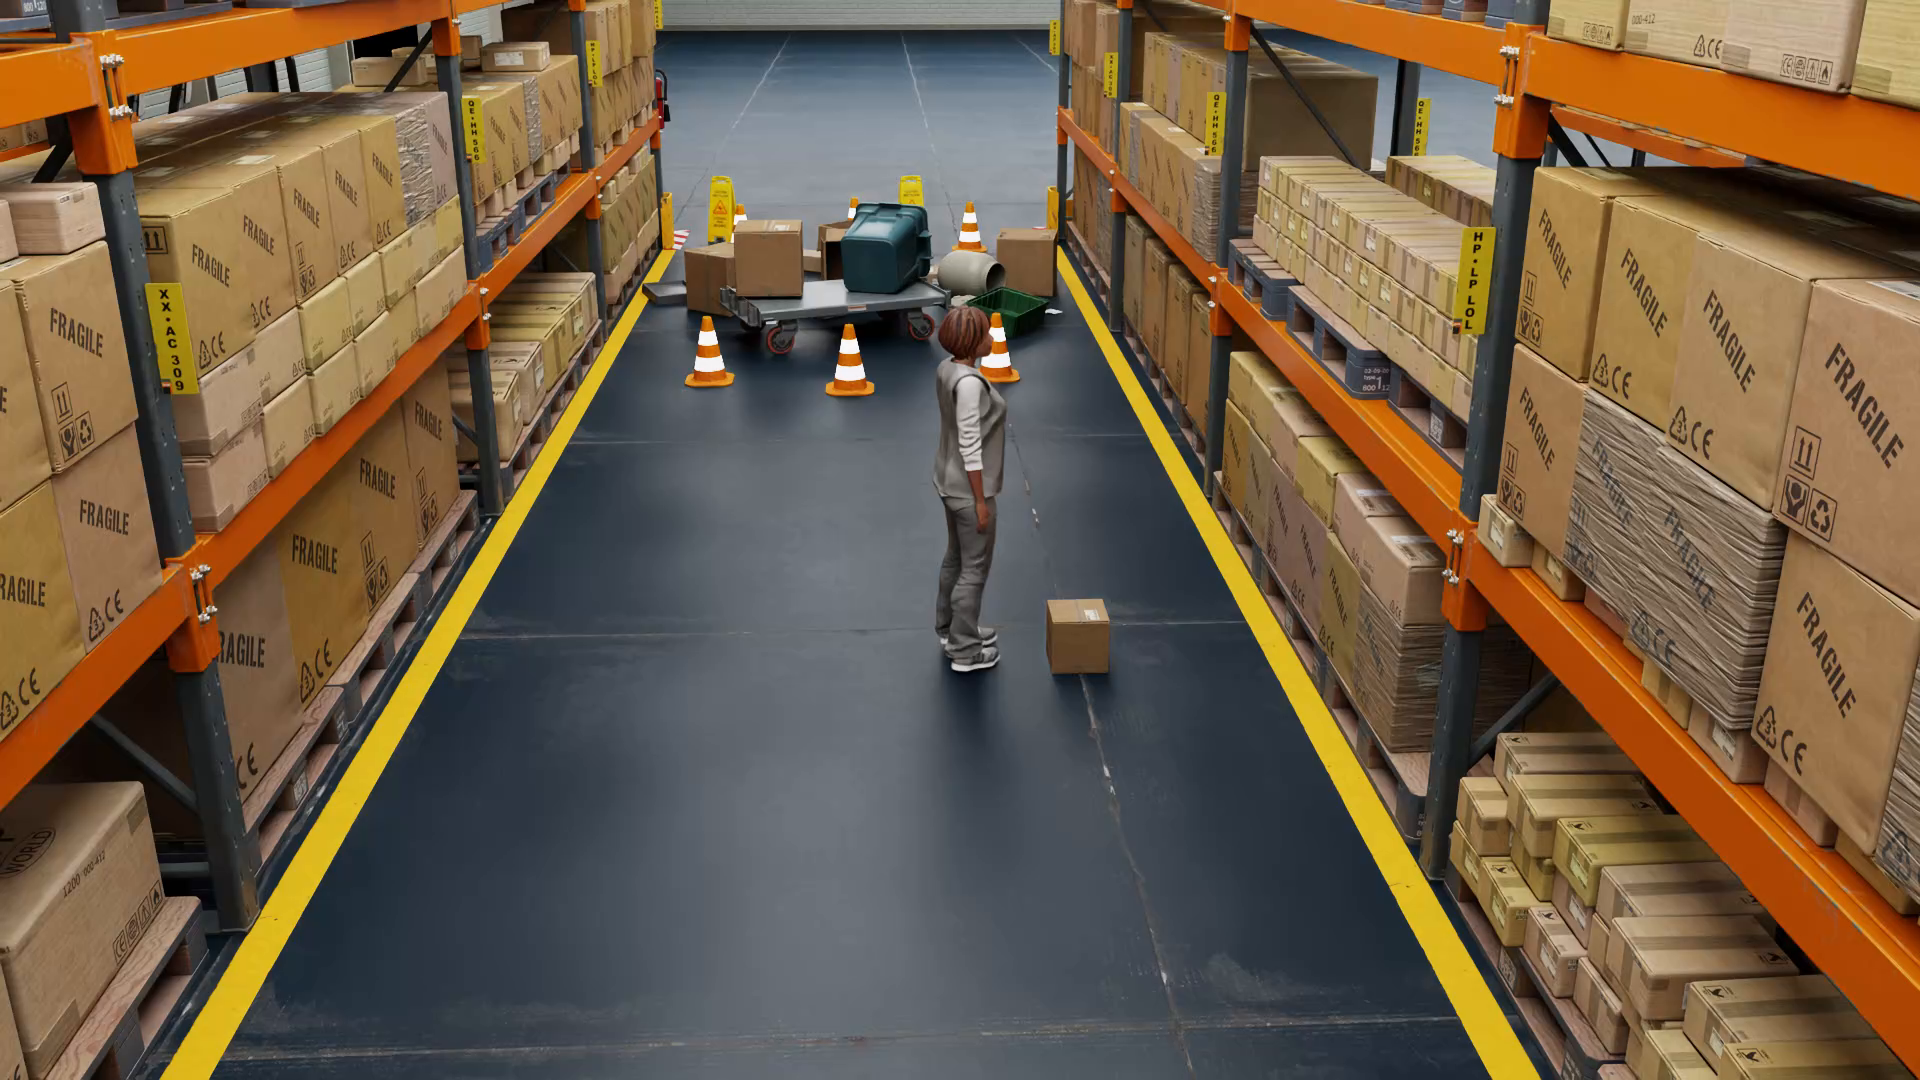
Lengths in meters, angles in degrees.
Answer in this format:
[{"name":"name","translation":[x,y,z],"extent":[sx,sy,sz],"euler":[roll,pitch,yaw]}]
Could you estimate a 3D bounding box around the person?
[{"name":"person","translation":[0.052,-0.213,7.116],"extent":[0.328,1.612,0.454],"euler":[-5,21,-12]}]
